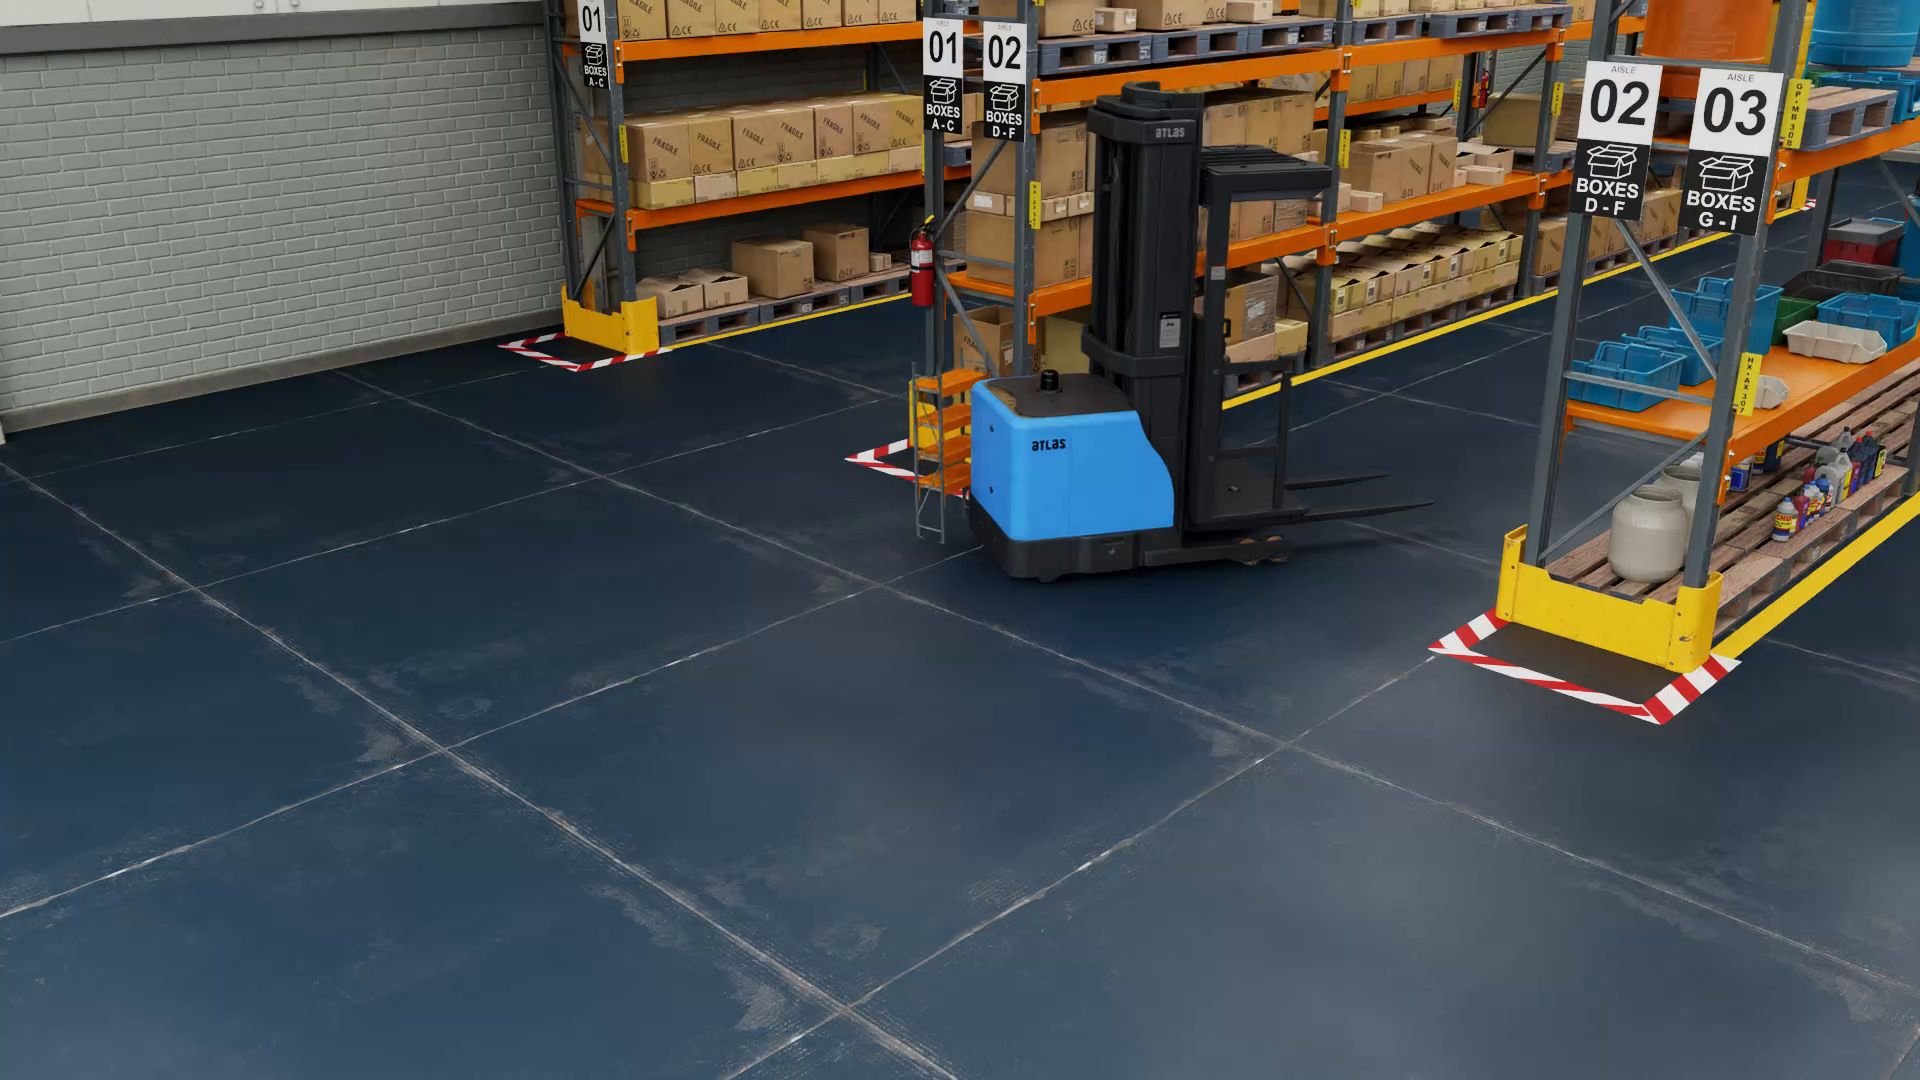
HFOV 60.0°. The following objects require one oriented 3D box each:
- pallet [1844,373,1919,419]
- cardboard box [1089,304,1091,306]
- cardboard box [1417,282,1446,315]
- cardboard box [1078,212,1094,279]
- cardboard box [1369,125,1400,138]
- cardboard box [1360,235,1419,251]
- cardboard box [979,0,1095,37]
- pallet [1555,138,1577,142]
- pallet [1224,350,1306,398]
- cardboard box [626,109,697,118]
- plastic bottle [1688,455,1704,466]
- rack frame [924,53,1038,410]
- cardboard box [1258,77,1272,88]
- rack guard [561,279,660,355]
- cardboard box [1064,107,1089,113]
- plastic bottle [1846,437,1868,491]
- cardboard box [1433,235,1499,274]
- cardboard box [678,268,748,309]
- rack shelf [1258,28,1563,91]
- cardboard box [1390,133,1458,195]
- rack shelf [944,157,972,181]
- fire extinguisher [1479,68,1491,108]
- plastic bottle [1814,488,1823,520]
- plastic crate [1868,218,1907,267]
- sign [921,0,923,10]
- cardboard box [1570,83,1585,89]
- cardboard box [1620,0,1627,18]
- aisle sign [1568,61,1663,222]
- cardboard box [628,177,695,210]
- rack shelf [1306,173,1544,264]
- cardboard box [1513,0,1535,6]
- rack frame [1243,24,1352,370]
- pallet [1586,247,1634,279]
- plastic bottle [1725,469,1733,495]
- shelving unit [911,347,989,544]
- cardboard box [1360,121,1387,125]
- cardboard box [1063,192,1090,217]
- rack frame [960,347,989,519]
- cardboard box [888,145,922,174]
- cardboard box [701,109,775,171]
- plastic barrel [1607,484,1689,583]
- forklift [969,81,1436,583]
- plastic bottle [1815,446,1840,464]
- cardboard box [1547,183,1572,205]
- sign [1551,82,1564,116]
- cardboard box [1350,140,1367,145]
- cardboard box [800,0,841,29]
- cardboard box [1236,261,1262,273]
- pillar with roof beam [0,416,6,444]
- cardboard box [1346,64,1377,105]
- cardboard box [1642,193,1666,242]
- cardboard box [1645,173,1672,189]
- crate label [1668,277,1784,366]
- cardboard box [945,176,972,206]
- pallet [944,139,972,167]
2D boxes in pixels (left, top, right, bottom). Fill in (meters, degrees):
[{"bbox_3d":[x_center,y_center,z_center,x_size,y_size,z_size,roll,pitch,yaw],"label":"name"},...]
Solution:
[{"bbox_3d":[7.843,-1.068,13.559,1.003,0.211,1.213,19,28,41],"label":"pallet"},{"bbox_3d":[1.355,-1.661,13.417,0.500,0.500,0.500,19,28,41],"label":"cardboard box"},{"bbox_3d":[4.456,-2.433,16.472,0.500,0.250,0.500,-20,28,-41],"label":"cardboard box"},{"bbox_3d":[0.832,-2.355,12.882,0.500,0.500,0.700,-19,28,-41],"label":"cardboard box"},{"bbox_3d":[6.283,-6.054,24.640,0.380,0.149,0.250,18,28,39],"label":"cardboard box"},{"bbox_3d":[4.422,-2.958,17.054,0.500,0.311,0.500,18,28,39],"label":"cardboard box"},{"bbox_3d":[0.539,-3.912,11.966,0.637,0.503,0.797,-18,27,-38],"label":"cardboard box"},{"bbox_3d":[7.069,-4.523,18.930,1.003,0.211,1.213,19,28,41],"label":"pallet"},{"bbox_3d":[2.340,-1.588,14.913,1.003,0.211,1.213,19,28,41],"label":"pallet"},{"bbox_3d":[-2.882,-3.885,16.138,0.500,0.500,0.500,-20,29,-41],"label":"cardboard box"},{"bbox_3d":[4.940,-0.424,11.181,0.152,0.276,0.135,18,28,39],"label":"plastic bottle"},{"bbox_3d":[0.135,-2.056,12.242,1.000,3.000,0.127,19,28,41],"label":"rack frame"},{"bbox_3d":[3.763,-6.002,21.927,0.500,0.500,0.500,-19,28,-41],"label":"cardboard box"},{"bbox_3d":[-3.364,-2.147,15.964,1.175,0.500,0.348,19,28,41],"label":"rack guard"},{"bbox_3d":[1.220,-3.105,13.023,0.700,0.500,0.500,19,28,41],"label":"cardboard box"},{"bbox_3d":[6.095,-0.525,11.338,0.144,0.351,0.185,18,27,38],"label":"plastic bottle"},{"bbox_3d":[5.169,-2.955,17.047,0.500,0.311,0.500,19,28,40],"label":"cardboard box"},{"bbox_3d":[-2.472,-2.547,16.654,0.500,0.311,0.500,-17,27,-38],"label":"cardboard box"},{"bbox_3d":[4.320,-4.662,15.845,1.077,0.370,4.000,19,28,41],"label":"rack shelf"},{"bbox_3d":[4.557,-3.723,16.441,0.500,0.500,0.500,17,27,38],"label":"cardboard box"},{"bbox_3d":[0.768,-4.501,19.607,1.077,0.370,4.000,19,28,41],"label":"rack shelf"},{"bbox_3d":[8.180,-7.120,26.047,0.296,0.674,0.183,19,28,41],"label":"fire extinguisher"},{"bbox_3d":[5.547,-0.241,10.809,0.097,0.201,0.097,0,21,0],"label":"plastic bottle"},{"bbox_3d":[7.018,-2.197,12.632,0.392,0.384,0.575,19,28,41],"label":"plastic crate"},{"bbox_3d":[-0.244,-3.971,11.922,0.100,0.325,0.005,19,28,41],"label":"sign"},{"bbox_3d":[7.318,-4.913,18.952,0.700,0.500,0.500,12,24,27],"label":"cardboard box"},{"bbox_3d":[6.714,-5.944,18.038,0.910,0.500,0.500,19,28,41],"label":"cardboard box"},{"bbox_3d":[3.418,-2.084,8.693,0.394,0.787,0.004,19,28,41],"label":"aisle sign"},{"bbox_3d":[-2.849,-3.280,15.608,0.500,0.250,0.500,18,28,39],"label":"cardboard box"},{"bbox_3d":[4.320,-3.262,16.383,1.077,0.370,4.000,19,28,41],"label":"rack shelf"},{"bbox_3d":[5.439,-5.507,16.665,0.500,0.250,0.500,17,27,37],"label":"cardboard box"},{"bbox_3d":[2.925,-3.084,14.917,1.000,3.000,0.127,19,28,41],"label":"rack frame"},{"bbox_3d":[7.114,-3.305,19.379,1.003,0.211,1.213,19,28,41],"label":"pallet"},{"bbox_3d":[5.170,-0.414,11.258,0.097,0.201,0.097,0,21,0],"label":"plastic bottle"},{"bbox_3d":[-0.050,-0.629,11.030,0.258,1.200,0.503,15,26,37],"label":"shelving unit"},{"bbox_3d":[6.212,-6.225,25.085,0.380,0.149,0.250,19,28,40],"label":"cardboard box"},{"bbox_3d":[0.745,-2.521,12.408,0.380,0.149,0.250,18,28,39],"label":"cardboard box"},{"bbox_3d":[0.105,-0.697,11.206,0.240,1.200,0.015,15,26,37],"label":"rack frame"},{"bbox_3d":[-0.740,-4.064,17.649,0.500,0.250,0.500,19,28,41],"label":"cardboard box"},{"bbox_3d":[-2.152,-3.887,16.143,0.500,0.500,0.500,18,27,39],"label":"cardboard box"},{"bbox_3d":[4.085,-0.038,9.875,0.421,0.512,0.421,0,21,0],"label":"plastic barrel"},{"bbox_3d":[1.635,-1.382,10.585,3.031,2.935,1.130,-6,22,-14],"label":"forklift"},{"bbox_3d":[5.971,-0.521,11.432,0.152,0.276,0.135,19,28,41],"label":"plastic bottle"},{"bbox_3d":[6.947,-4.079,19.333,0.500,0.250,0.500,19,28,40],"label":"cardboard box"},{"bbox_3d":[6.115,-4.514,17.025,0.100,0.325,0.005,19,28,41],"label":"sign"},{"bbox_3d":[5.549,-5.575,24.297,0.700,0.500,0.500,20,29,41],"label":"cardboard box"},{"bbox_3d":[-1.523,-5.308,16.356,0.500,0.500,0.500,18,27,39],"label":"cardboard box"},{"bbox_3d":[2.377,-2.306,15.094,0.500,0.500,0.500,19,28,41],"label":"cardboard box"},{"bbox_3d":[-4.650,-3.871,8.604,9.100,9.000,0.400,19,28,41],"label":"pillar with roof beam"},{"bbox_3d":[5.344,-6.654,23.789,0.700,0.700,0.980,-20,28,-41],"label":"cardboard box"},{"bbox_3d":[8.016,-3.855,19.795,0.500,0.500,0.500,19,28,41],"label":"cardboard box"},{"bbox_3d":[8.700,-4.396,21.202,0.500,0.500,0.500,19,28,41],"label":"cardboard box"},{"bbox_3d":[4.771,-1.372,10.414,0.502,0.435,0.616,19,28,41],"label":"crate label"},{"bbox_3d":[0.180,-4.019,19.175,0.500,0.250,0.500,19,28,40],"label":"cardboard box"},{"bbox_3d":[0.011,-4.393,18.591,1.003,0.211,1.213,19,28,41],"label":"pallet"}]
